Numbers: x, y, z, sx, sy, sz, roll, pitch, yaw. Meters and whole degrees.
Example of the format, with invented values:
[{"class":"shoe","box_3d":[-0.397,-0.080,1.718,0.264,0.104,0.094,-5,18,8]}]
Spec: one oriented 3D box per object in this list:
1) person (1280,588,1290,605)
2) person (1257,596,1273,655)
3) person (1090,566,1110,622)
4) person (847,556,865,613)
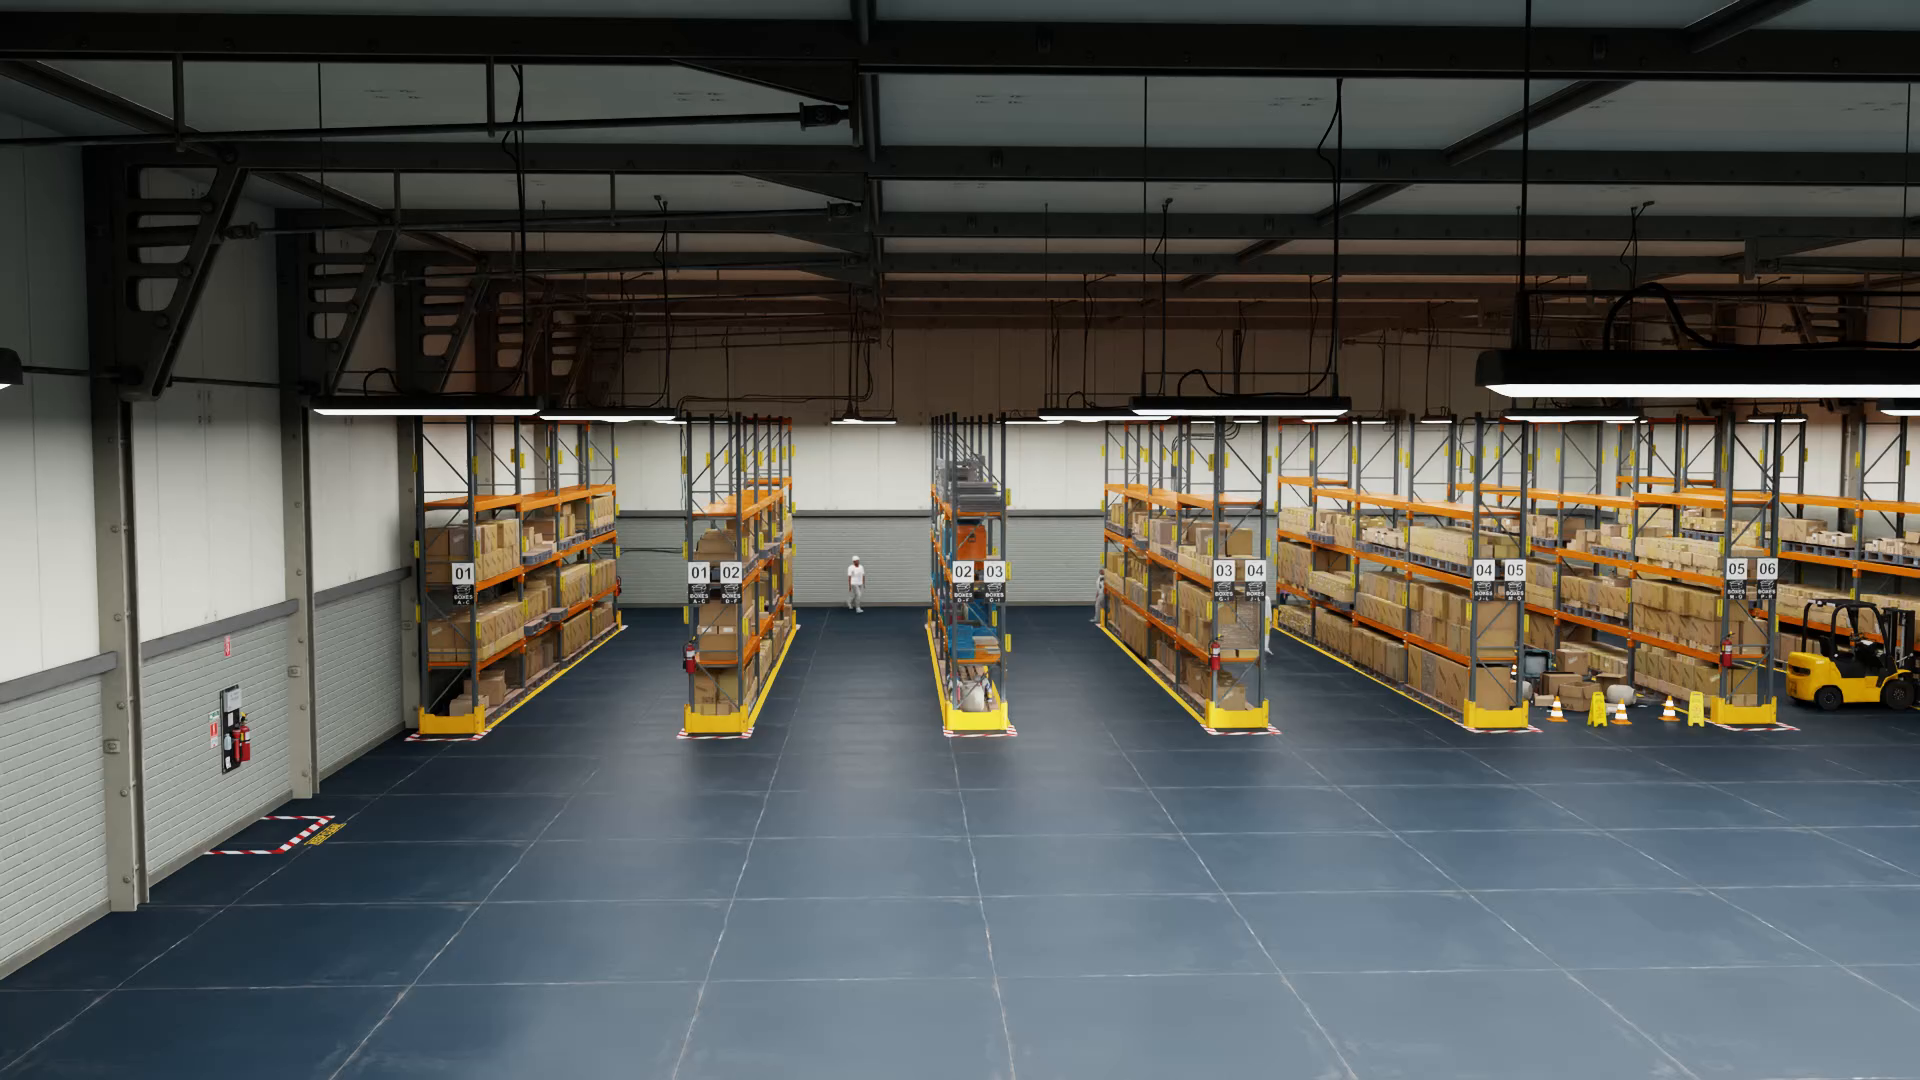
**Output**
[{"class":"person","box_3d":[9.549,1.581,48.889,0.454,1.590,0.448,0,4,-6]},{"class":"person","box_3d":[7.473,2.020,41.410,0.626,1.777,0.587,0,4,2]},{"class":"person","box_3d":[4.251,1.570,48.740,0.923,1.647,0.457,0,4,-4]},{"class":"person","box_3d":[-3.221,1.352,51.255,0.786,1.748,0.568,3,5,37]}]
